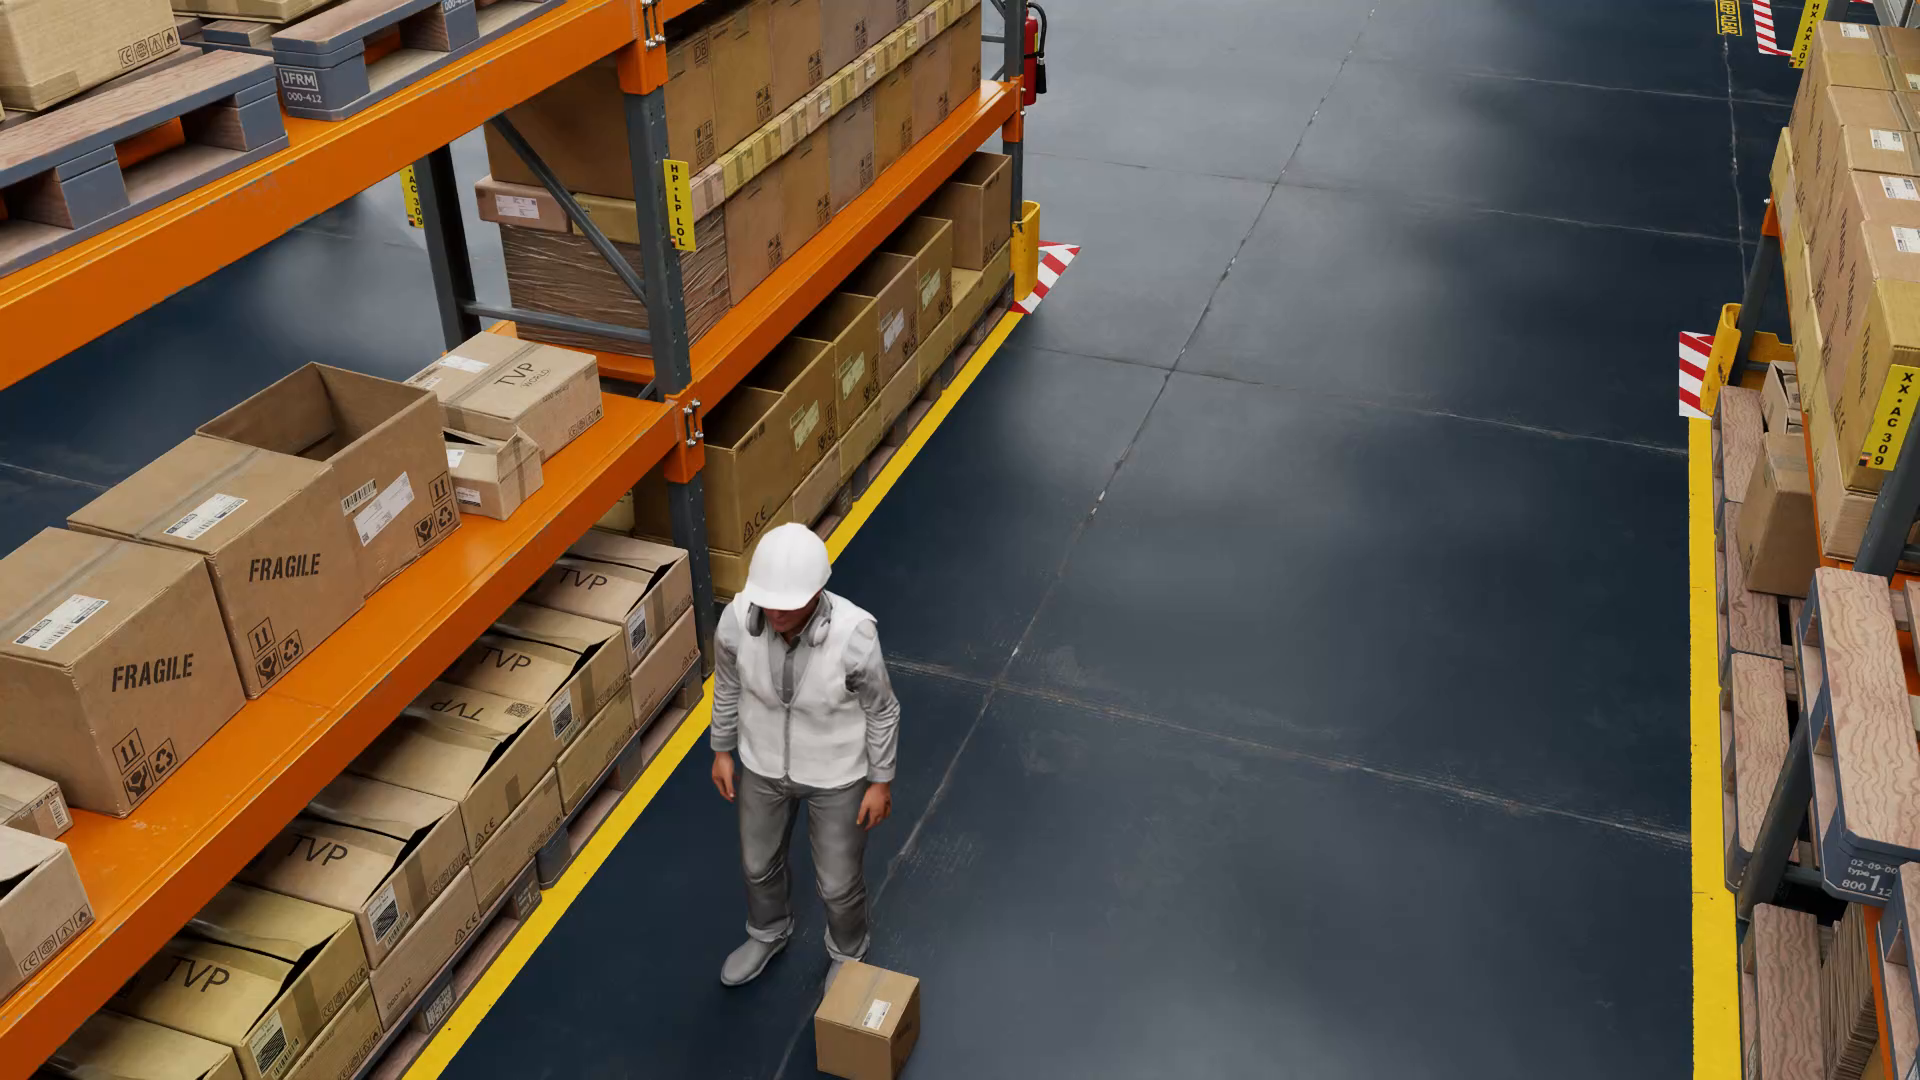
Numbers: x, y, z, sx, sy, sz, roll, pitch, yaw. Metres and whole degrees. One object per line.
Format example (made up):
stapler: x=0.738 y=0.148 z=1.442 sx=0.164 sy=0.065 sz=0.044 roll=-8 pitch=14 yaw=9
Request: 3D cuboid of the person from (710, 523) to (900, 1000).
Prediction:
person: x=-0.475 y=0.684 z=5.062 sx=0.594 sy=1.773 sz=0.457 roll=9 pitch=34 yaw=14
